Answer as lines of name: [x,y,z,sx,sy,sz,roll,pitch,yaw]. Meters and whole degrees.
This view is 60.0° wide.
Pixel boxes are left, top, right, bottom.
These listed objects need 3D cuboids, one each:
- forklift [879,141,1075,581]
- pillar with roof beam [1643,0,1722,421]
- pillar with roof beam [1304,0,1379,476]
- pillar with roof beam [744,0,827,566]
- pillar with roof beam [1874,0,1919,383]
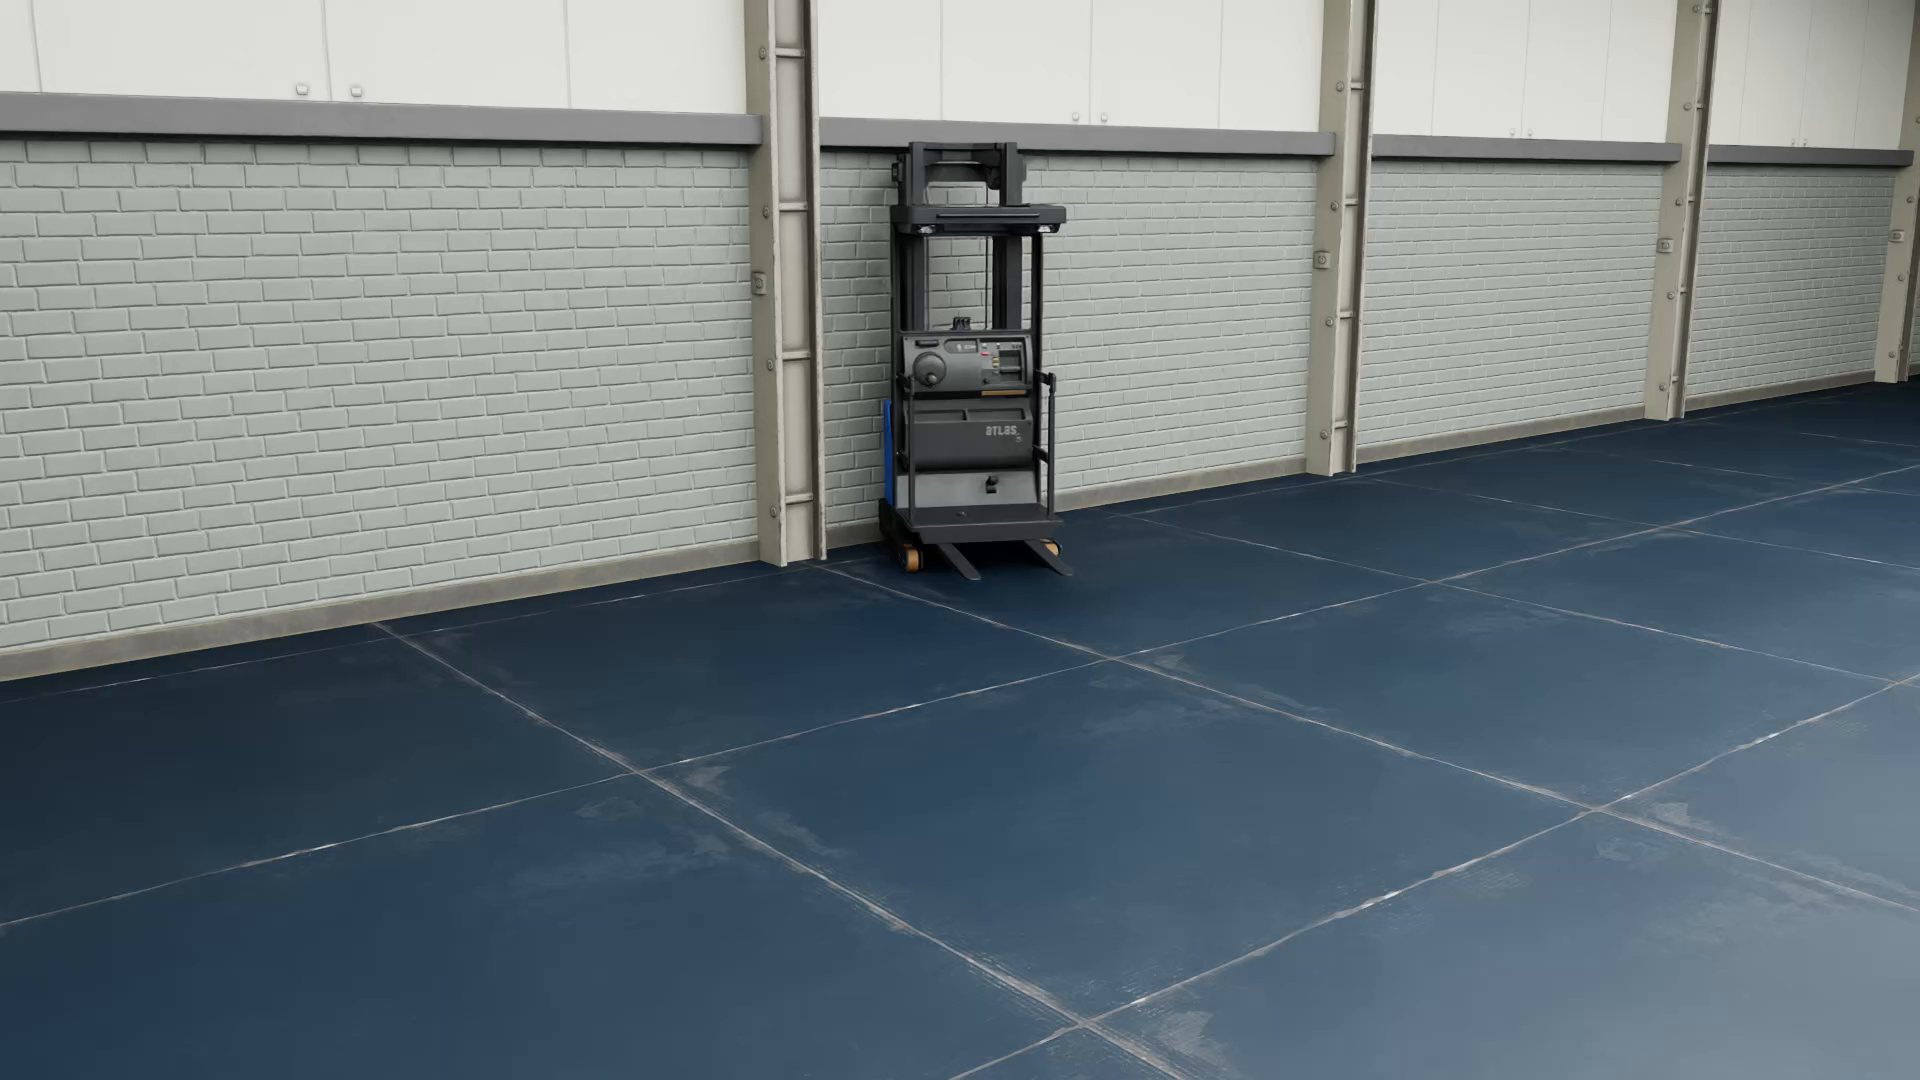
forklift: [0.100,-1.290,11.648,1.130,2.935,3.031,-2,12,-11]
pillar with roof beam: [10.852,-5.123,15.092,0.400,9.000,9.100,-9,15,-38]
pillar with roof beam: [6.167,-4.345,11.425,0.400,9.000,9.100,-9,15,-38]
pillar with roof beam: [1.482,-3.566,7.759,0.400,9.000,9.100,-9,15,-38]
pillar with roof beam: [15.537,-5.902,18.758,0.400,9.000,9.100,-9,15,-38]
